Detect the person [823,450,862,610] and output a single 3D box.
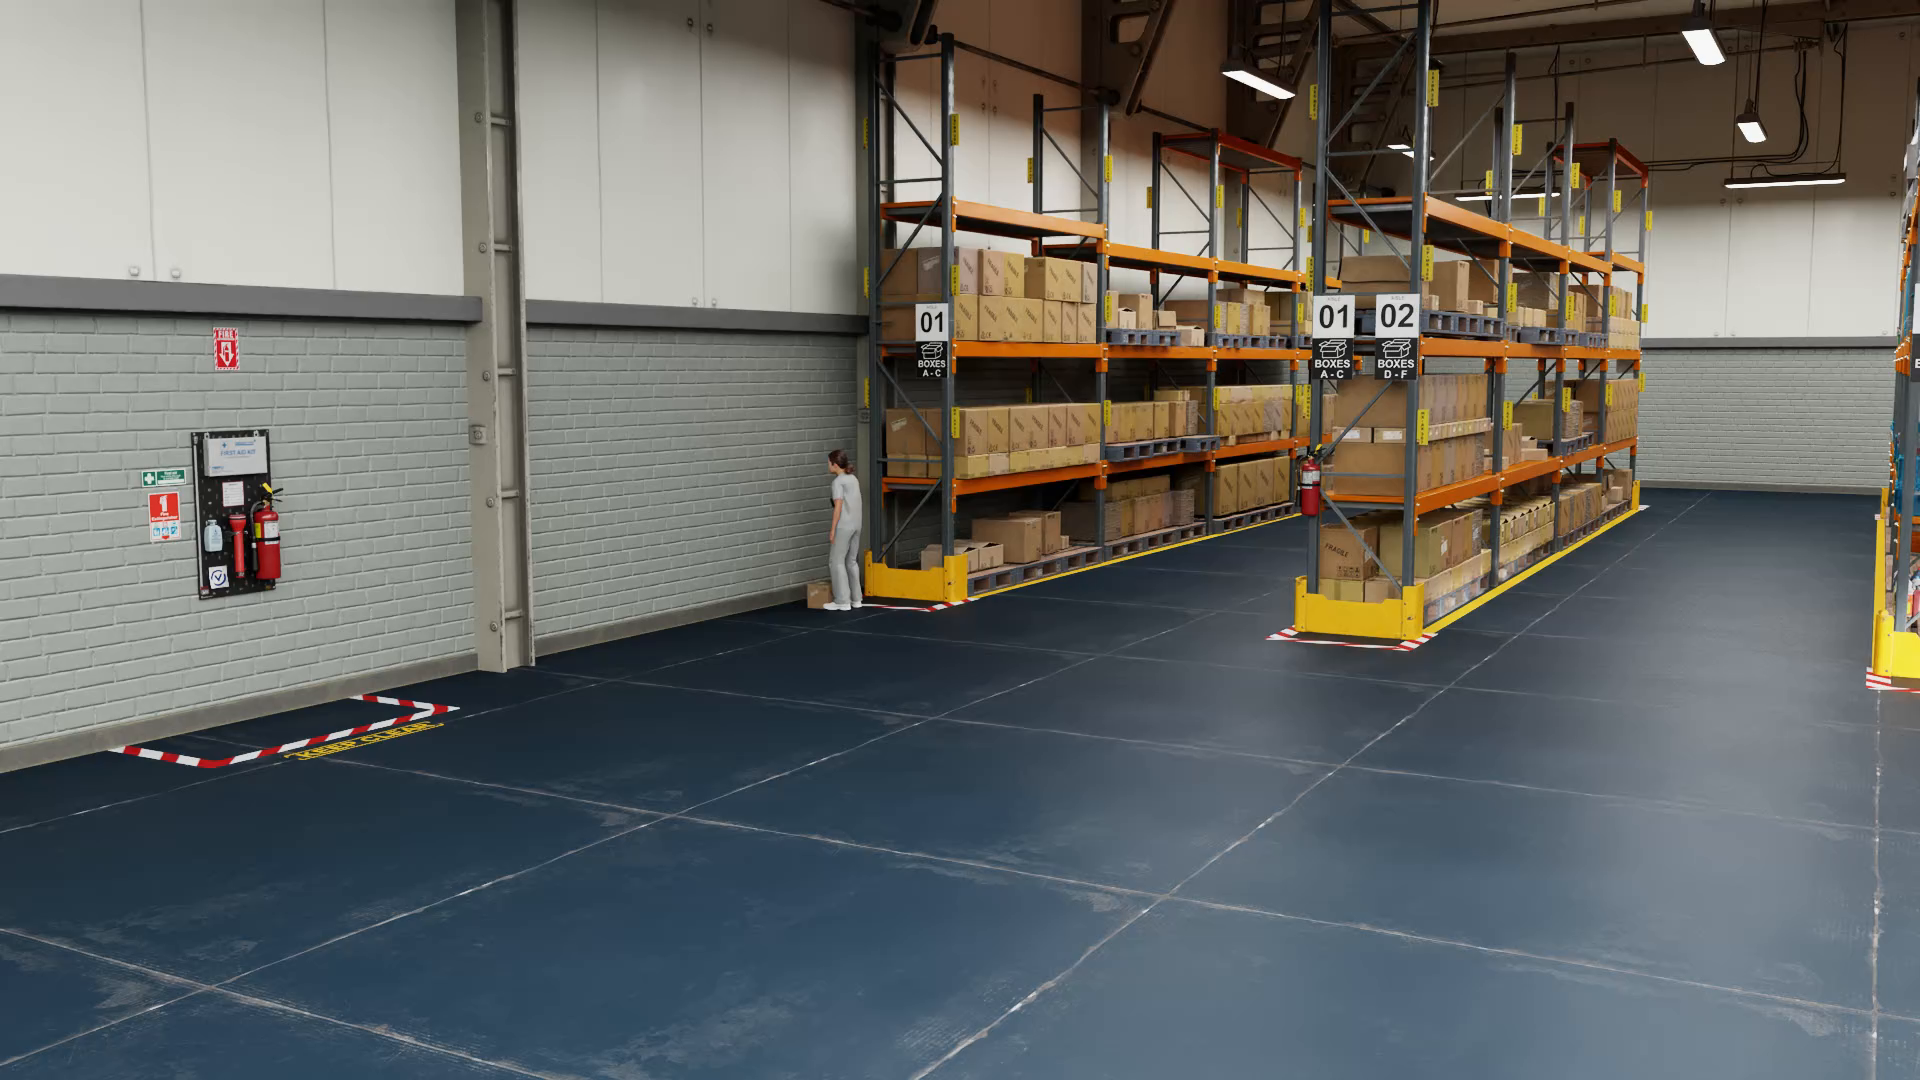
[{"bbox_3d":[-1.216,-0.109,17.374,0.365,1.671,0.504,3,7,25],"label":"person"}]
